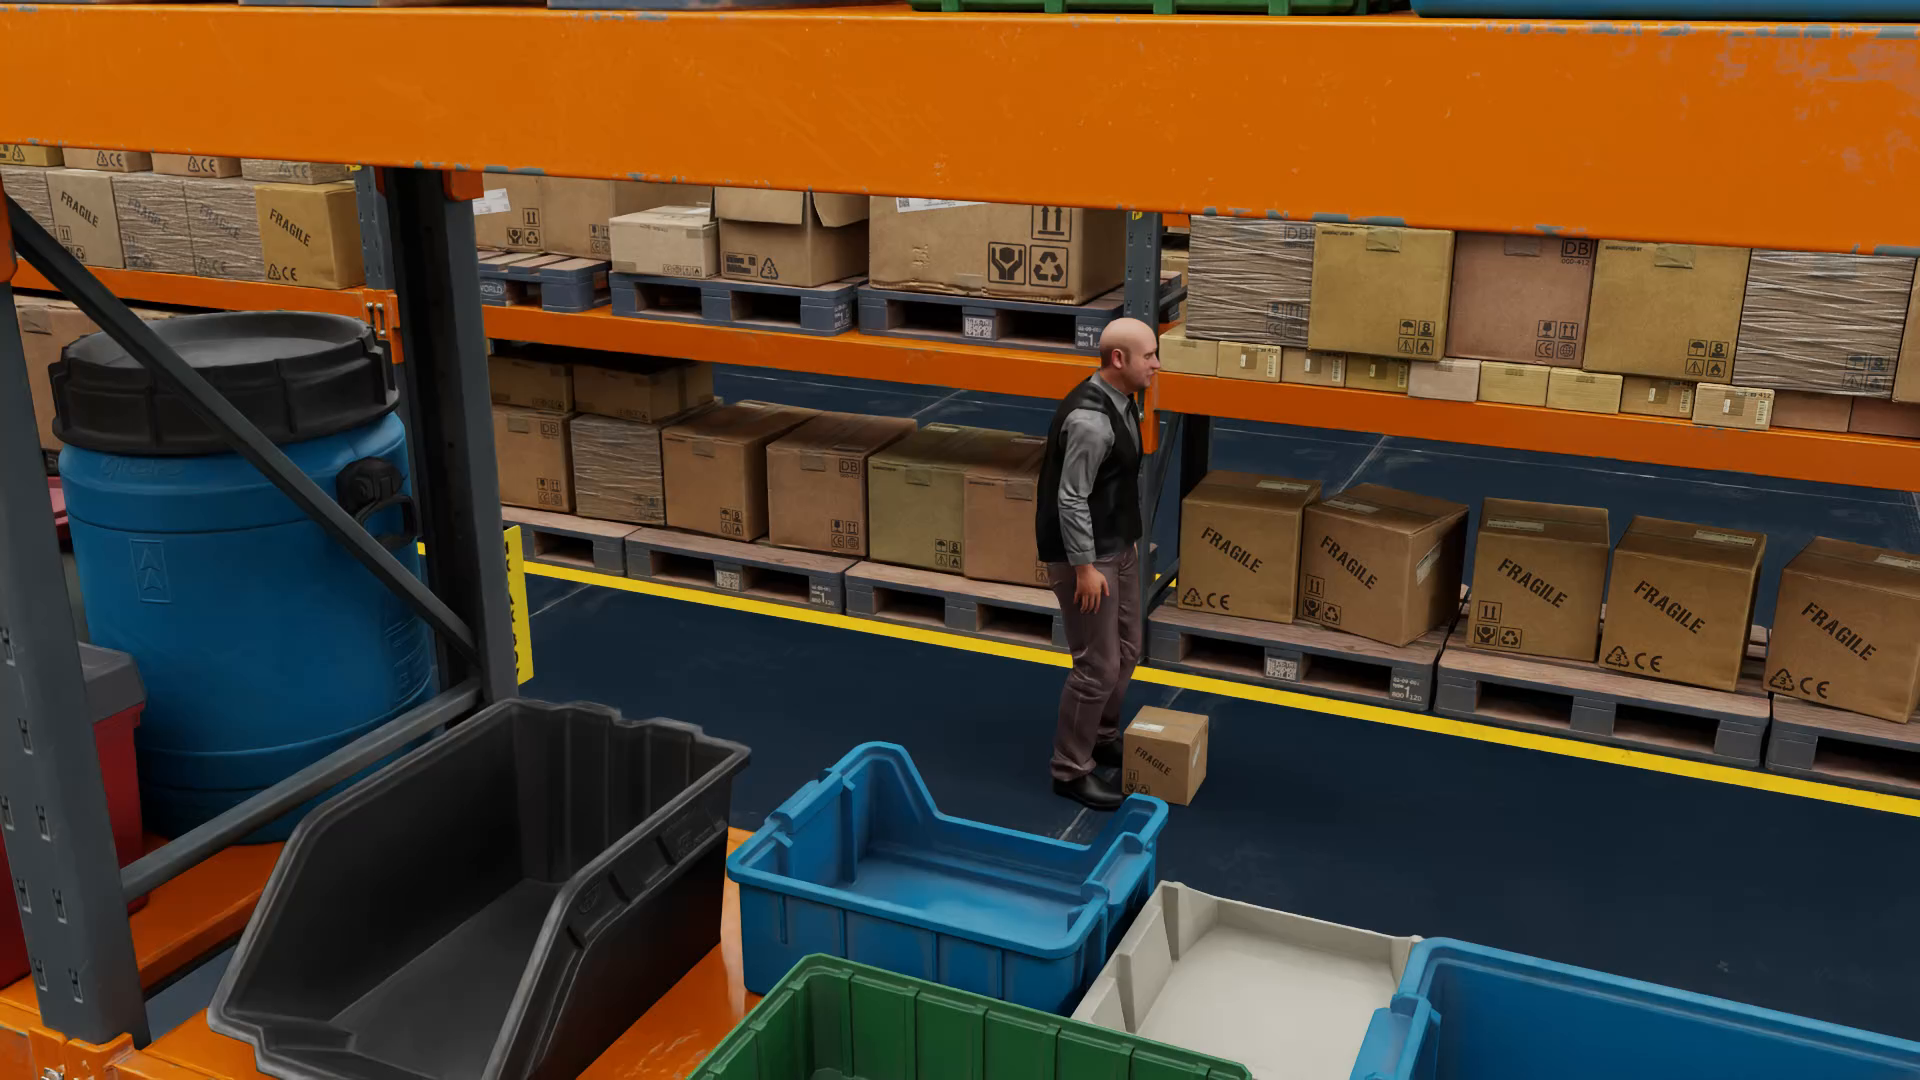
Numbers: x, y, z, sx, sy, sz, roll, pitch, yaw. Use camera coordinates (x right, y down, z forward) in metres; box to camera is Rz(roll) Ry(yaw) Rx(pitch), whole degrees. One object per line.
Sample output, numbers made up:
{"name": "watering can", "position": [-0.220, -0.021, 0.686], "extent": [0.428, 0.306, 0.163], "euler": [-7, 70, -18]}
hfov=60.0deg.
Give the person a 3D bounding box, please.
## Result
{"name": "person", "position": [0.489, 0.055, 5.945], "extent": [0.424, 1.719, 0.579], "euler": [7, 20, 20]}
